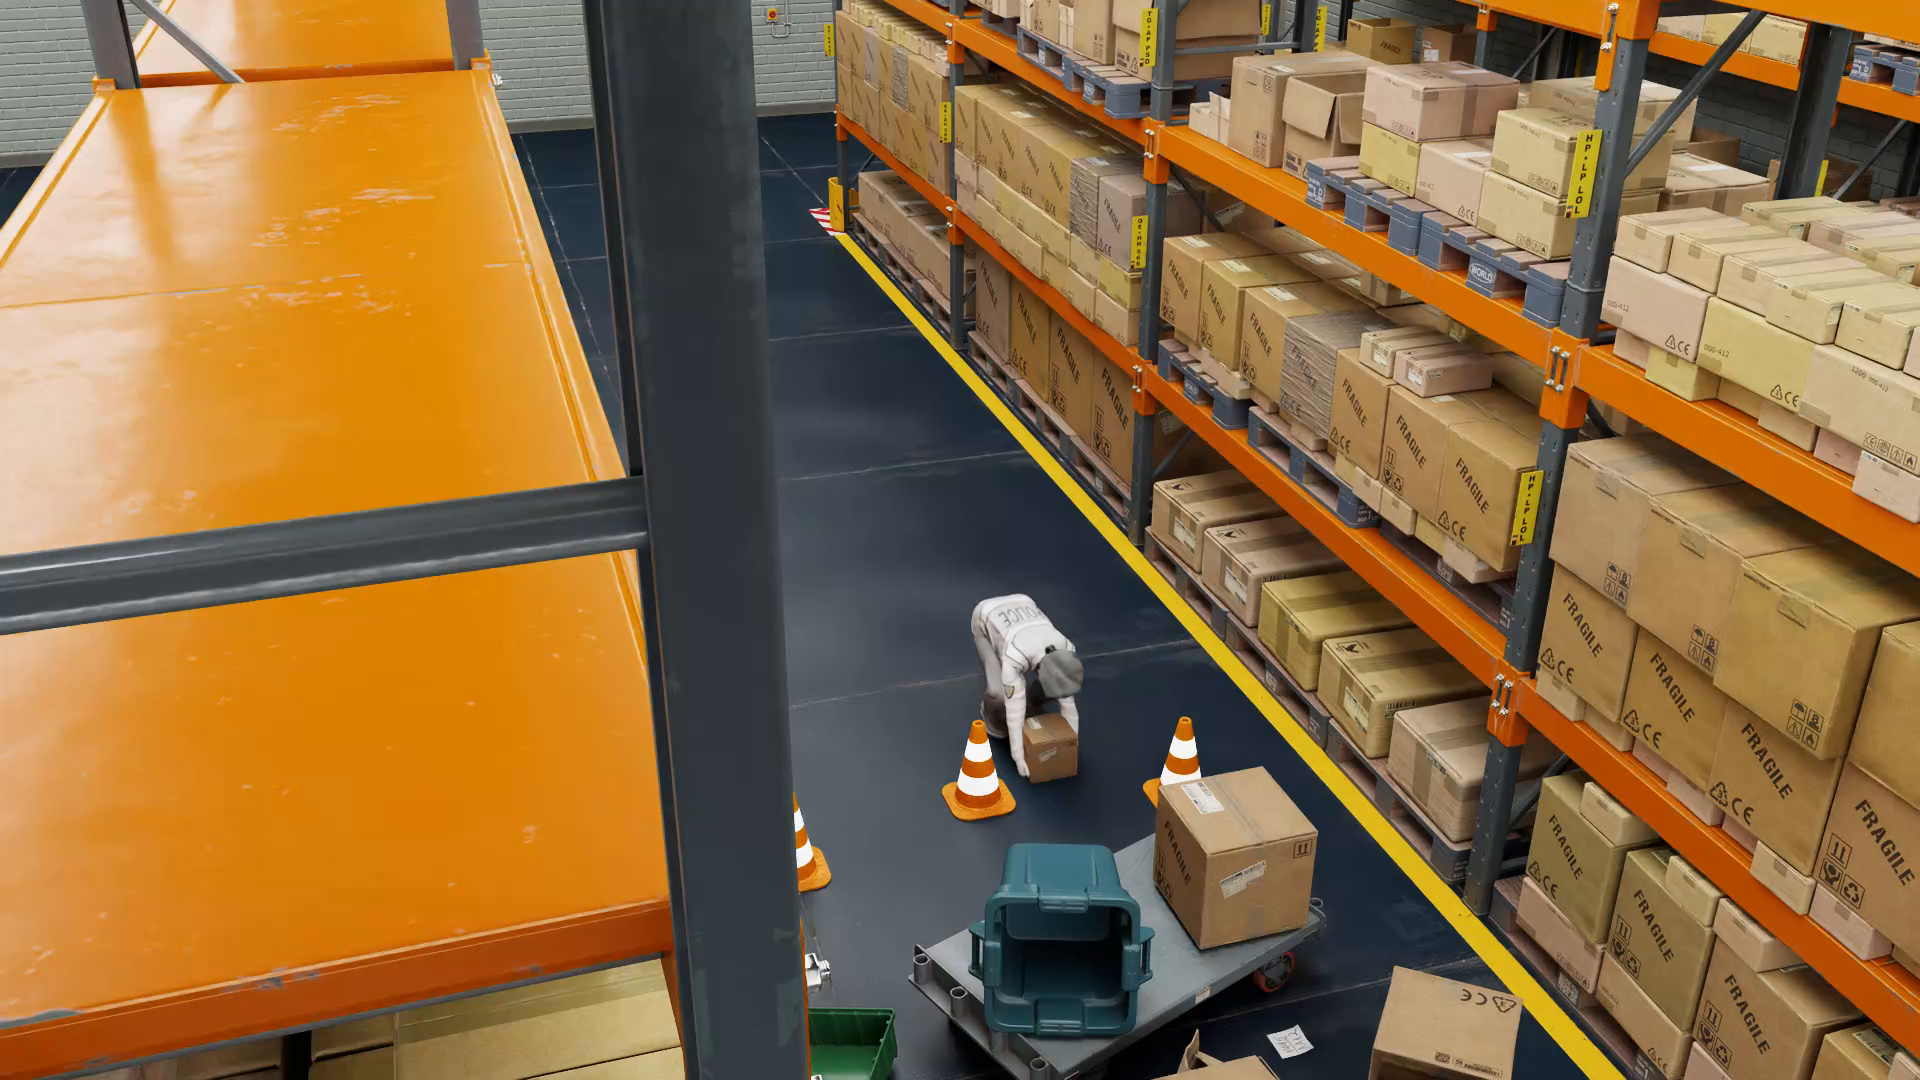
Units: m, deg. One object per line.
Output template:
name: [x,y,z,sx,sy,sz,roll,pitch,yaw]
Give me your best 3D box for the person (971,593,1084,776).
person: [0.361,0.754,8.883,0.458,0.761,0.914,-9,28,-17]
